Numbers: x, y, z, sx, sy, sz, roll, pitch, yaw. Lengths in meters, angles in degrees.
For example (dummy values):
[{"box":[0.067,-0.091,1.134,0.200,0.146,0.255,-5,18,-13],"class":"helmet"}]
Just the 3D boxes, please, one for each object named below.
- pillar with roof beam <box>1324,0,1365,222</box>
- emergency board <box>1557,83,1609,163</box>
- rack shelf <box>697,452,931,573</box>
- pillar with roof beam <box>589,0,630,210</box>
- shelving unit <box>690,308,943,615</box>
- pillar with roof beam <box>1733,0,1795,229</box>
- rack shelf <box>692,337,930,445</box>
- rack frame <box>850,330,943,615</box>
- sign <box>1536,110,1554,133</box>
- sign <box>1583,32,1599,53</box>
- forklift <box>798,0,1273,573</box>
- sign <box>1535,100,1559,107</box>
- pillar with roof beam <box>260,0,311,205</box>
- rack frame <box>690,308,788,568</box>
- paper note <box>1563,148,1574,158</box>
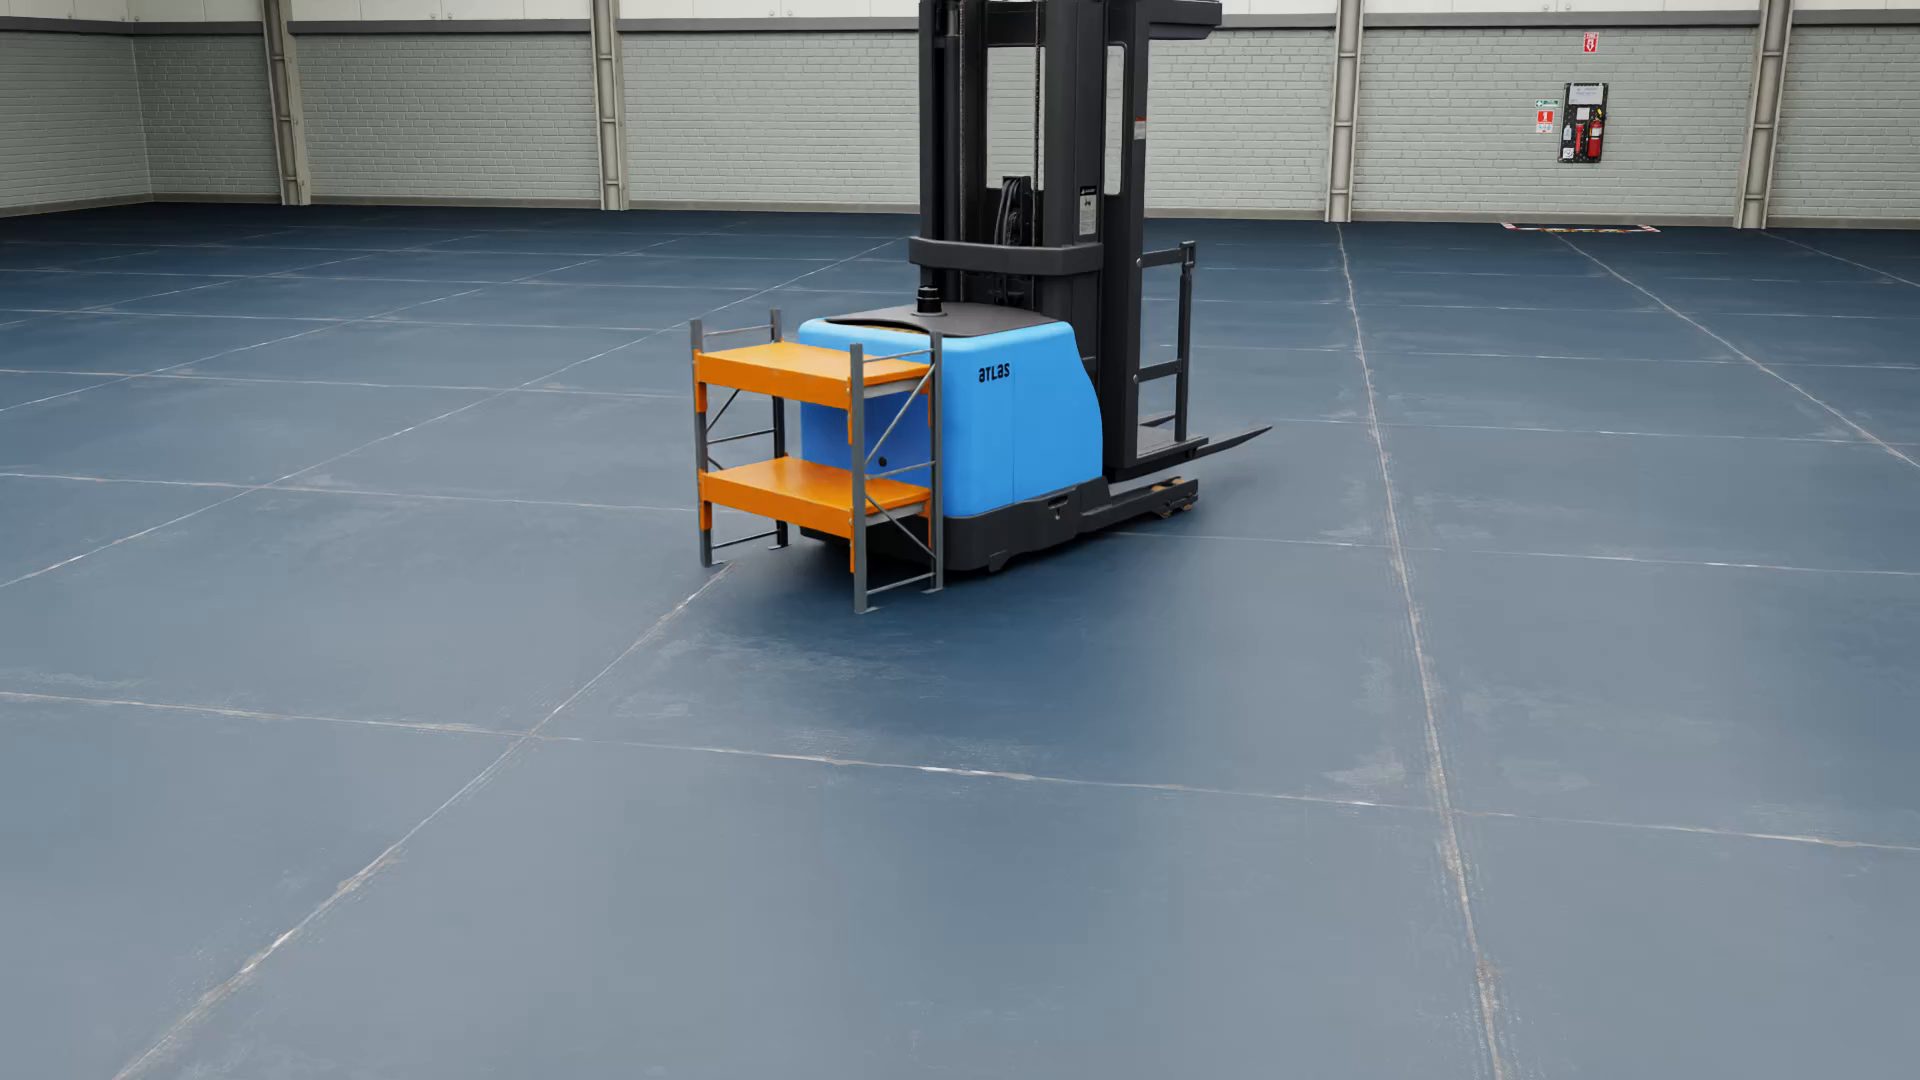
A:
[{"box":[5.042,-8.195,20.720,0.400,9.000,9.100,3,16,11],"class":"pillar with roof beam"},{"box":[9.366,-6.252,24.944,0.643,1.169,0.194,3,16,11],"class":"emergency board"},{"box":[-0.626,-0.139,7.303,1.000,0.278,0.538,14,21,41],"class":"rack shelf"},{"box":[-6.717,-8.833,23.024,0.400,9.000,9.100,3,16,11],"class":"pillar with roof beam"},{"box":[-0.626,-0.375,7.238,1.048,1.125,0.538,14,21,41],"class":"shelving unit"},{"box":[10.922,-7.876,19.567,0.400,9.000,9.100,3,16,11],"class":"pillar with roof beam"},{"box":[-0.626,-0.657,7.159,1.000,0.278,0.538,14,21,41],"class":"rack shelf"},{"box":[-0.255,-0.282,6.903,0.032,1.125,0.500,14,21,41],"class":"rack frame"},{"box":[8.845,-6.326,25.143,0.234,0.329,0.001,3,16,11],"class":"sign"},{"box":[9.378,-7.396,24.731,0.199,0.298,0.001,3,16,11],"class":"sign"},{"box":[0.571,-1.597,8.268,1.130,2.935,3.031,12,20,38],"class":"forklift"},{"box":[8.847,-6.579,25.063,0.331,0.109,0.001,3,16,11],"class":"sign"},{"box":[-12.597,-9.153,24.176,0.400,9.000,9.100,3,16,11],"class":"pillar with roof beam"},{"box":[-0.998,-0.467,7.572,0.032,1.125,0.500,14,21,41],"class":"rack frame"},{"box":[9.206,-5.855,25.161,0.142,0.148,0.016,3,16,11],"class":"paper note"}]
